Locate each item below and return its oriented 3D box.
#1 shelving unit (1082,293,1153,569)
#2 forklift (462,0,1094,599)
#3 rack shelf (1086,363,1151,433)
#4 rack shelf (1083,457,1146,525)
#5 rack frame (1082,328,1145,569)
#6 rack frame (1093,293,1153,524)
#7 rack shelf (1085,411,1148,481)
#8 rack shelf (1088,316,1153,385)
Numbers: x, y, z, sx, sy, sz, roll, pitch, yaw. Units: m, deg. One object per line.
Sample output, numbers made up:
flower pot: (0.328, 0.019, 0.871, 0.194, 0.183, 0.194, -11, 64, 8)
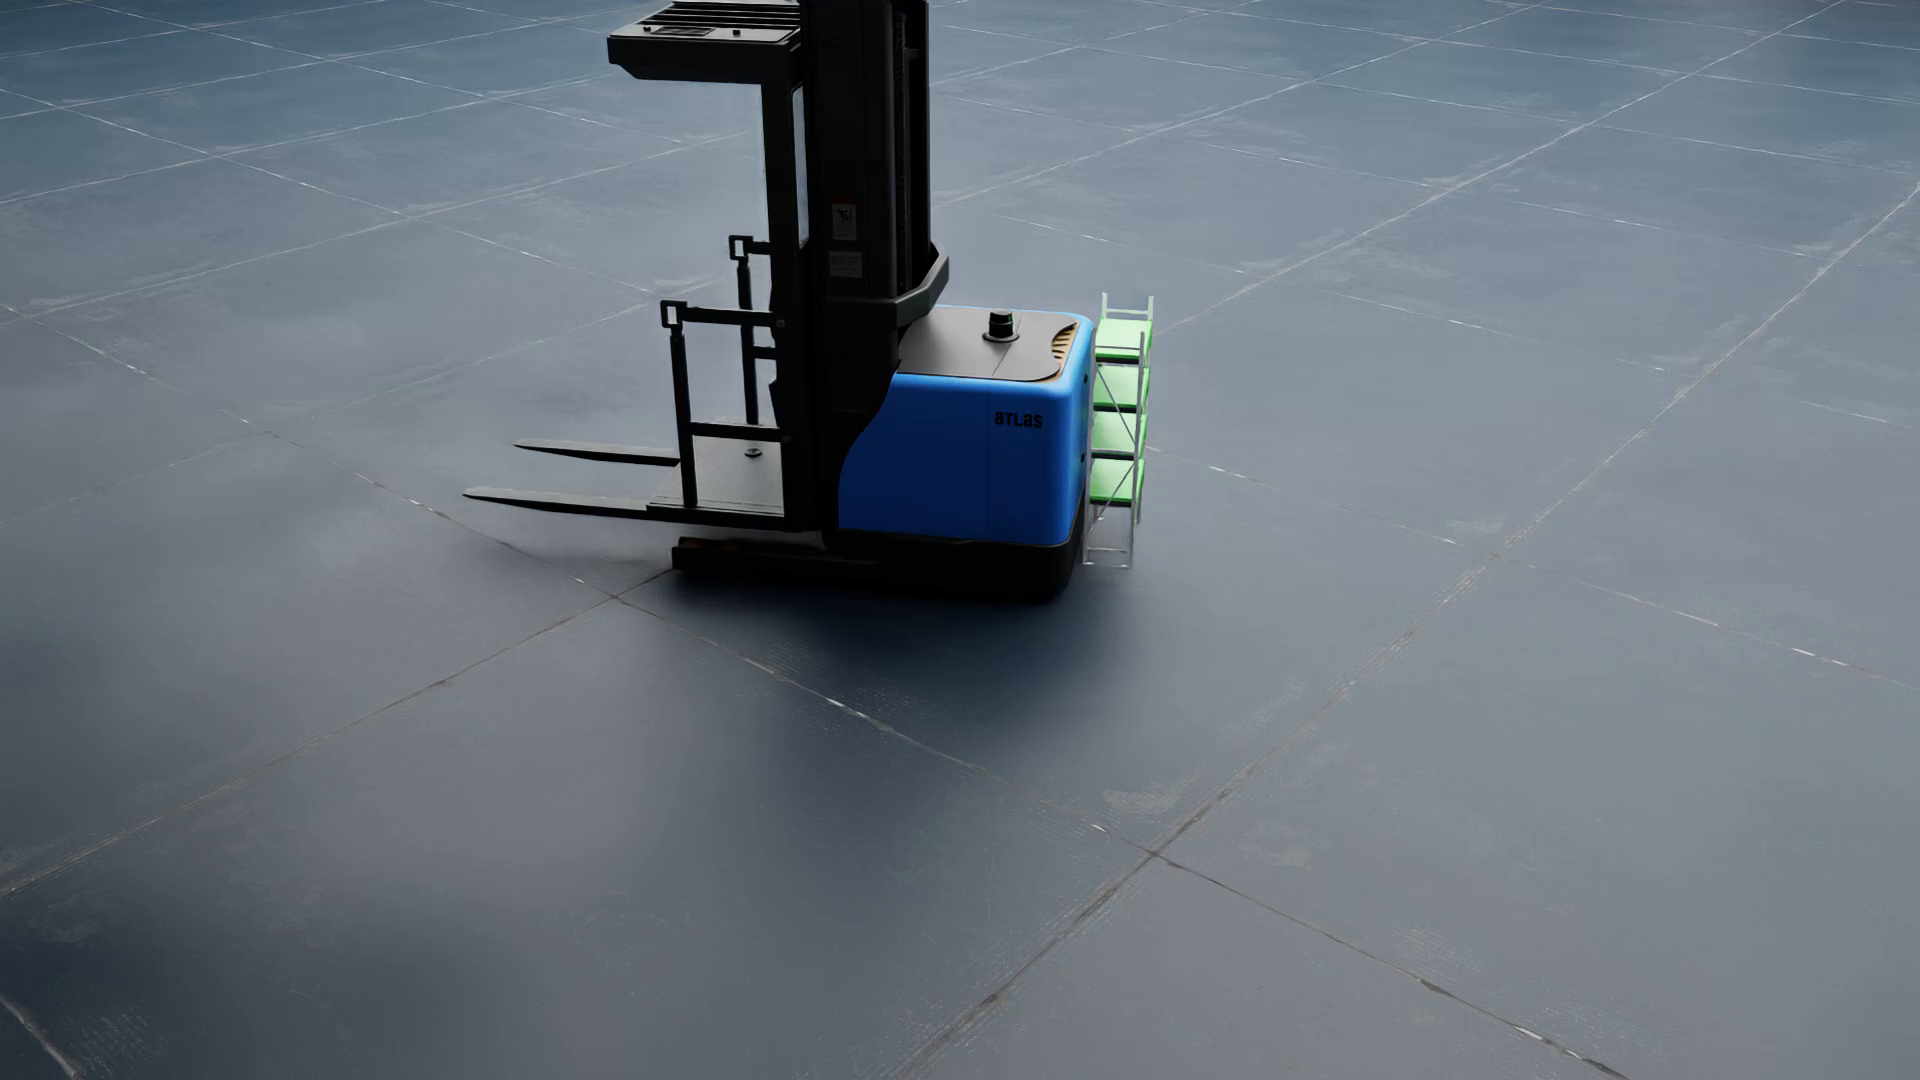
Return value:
shelving unit: (0.753, -0.519, 7.947, 0.258, 1.200, 0.503, 5, 28, 9)
forklift: (-0.909, -1.351, 7.671, 3.031, 2.935, 1.130, 5, 28, 9)
rack shelf: (0.753, -0.675, 7.866, 0.258, 0.148, 0.480, 5, 28, 9)
rack shelf: (0.753, -0.249, 8.086, 0.258, 0.148, 0.480, 5, 28, 9)
rack frame: (0.710, -0.408, 7.733, 0.240, 1.200, 0.015, 5, 28, 9)
rack frame: (0.796, -0.629, 8.160, 0.240, 1.200, 0.015, 5, 28, 9)
rack shelf: (0.753, -0.462, 7.976, 0.258, 0.148, 0.480, 5, 28, 9)
rack shelf: (0.753, -0.888, 7.755, 0.258, 0.148, 0.480, 5, 28, 9)
